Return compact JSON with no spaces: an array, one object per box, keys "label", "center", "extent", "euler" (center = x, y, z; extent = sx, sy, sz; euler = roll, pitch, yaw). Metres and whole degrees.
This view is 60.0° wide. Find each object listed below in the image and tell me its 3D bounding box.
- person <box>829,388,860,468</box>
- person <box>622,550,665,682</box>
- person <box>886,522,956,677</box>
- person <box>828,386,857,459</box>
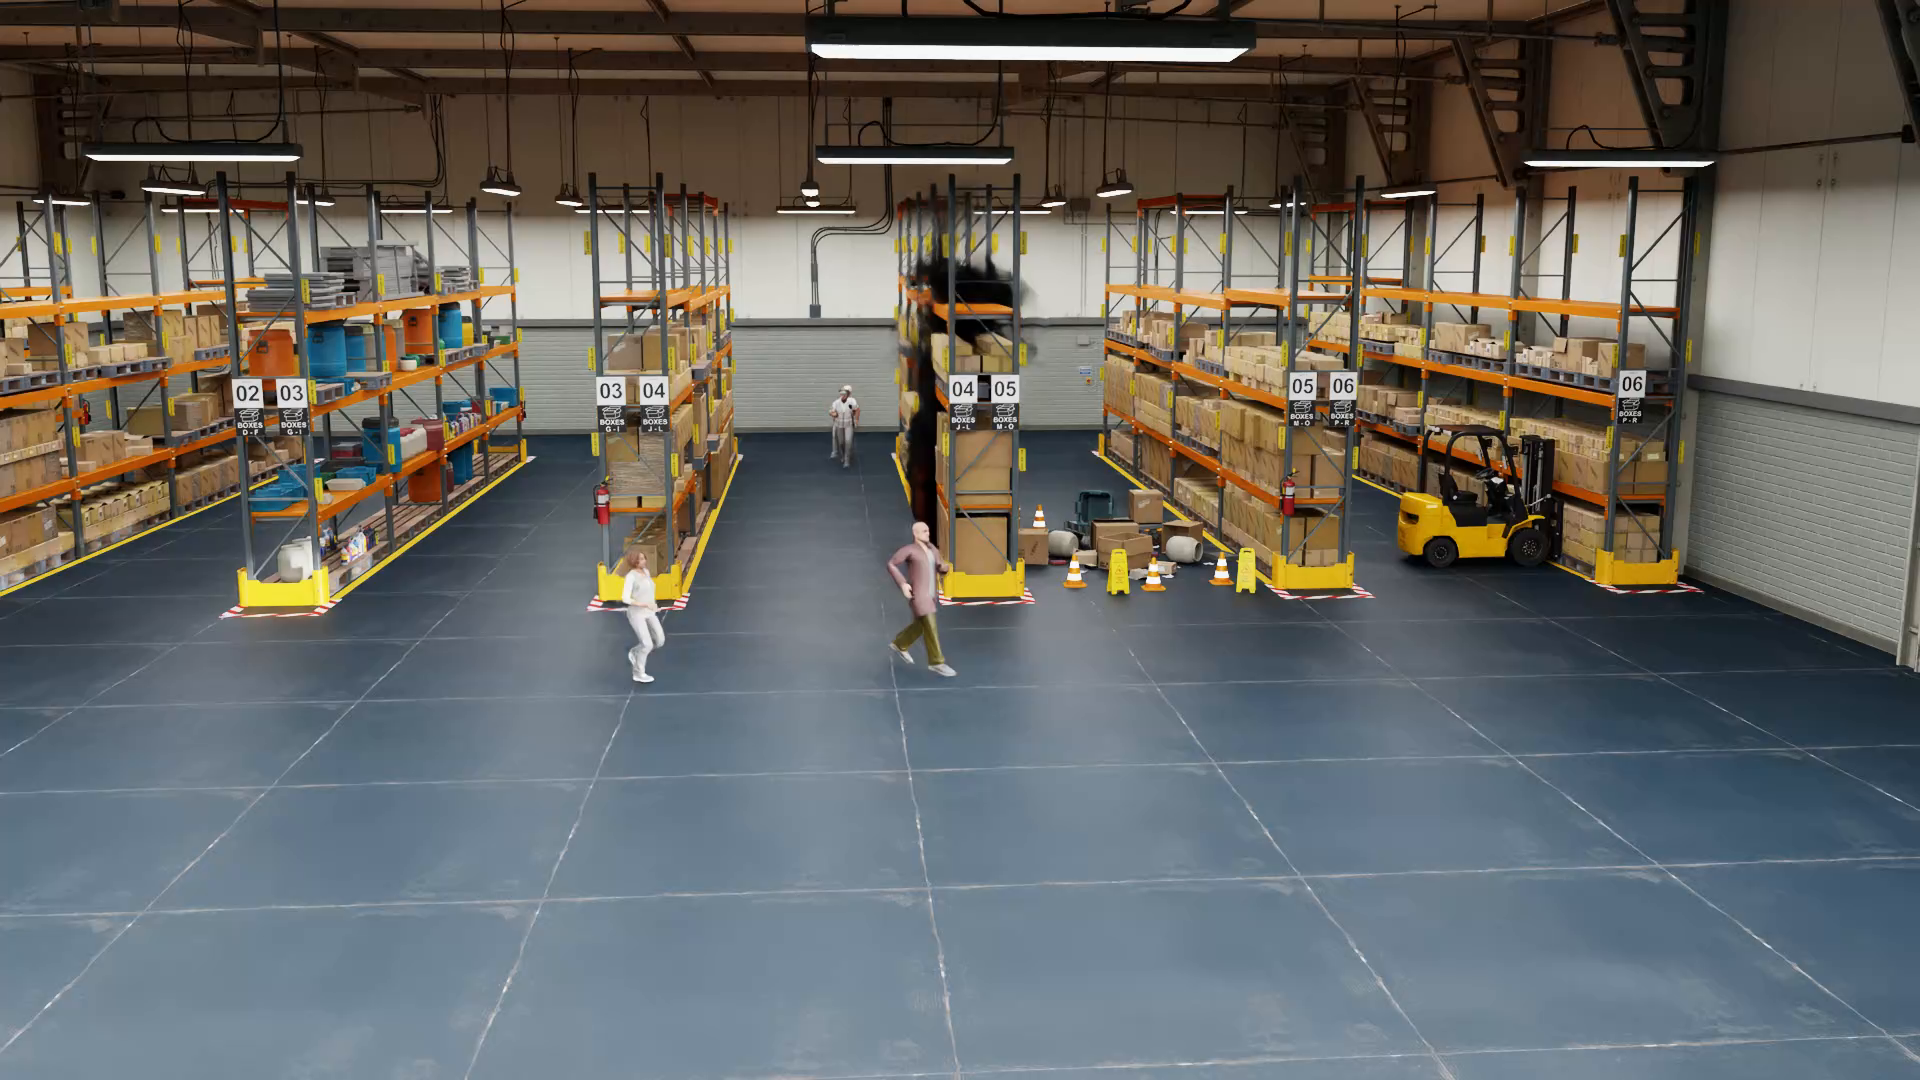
[{"label":"person","center":[-2.675,-2.618,38.462],"extent":[0.680,1.799,0.943],"euler":[1,10,5]},{"label":"person","center":[-3.665,0.880,19.235],"extent":[0.551,1.552,0.530],"euler":[5,11,26]},{"label":"person","center":[-0.447,0.663,19.652],"extent":[1.045,1.777,0.697],"euler":[6,12,32]},{"label":"person","center":[-2.770,-2.809,39.645],"extent":[0.750,1.746,0.811],"euler":[8,13,39]}]
